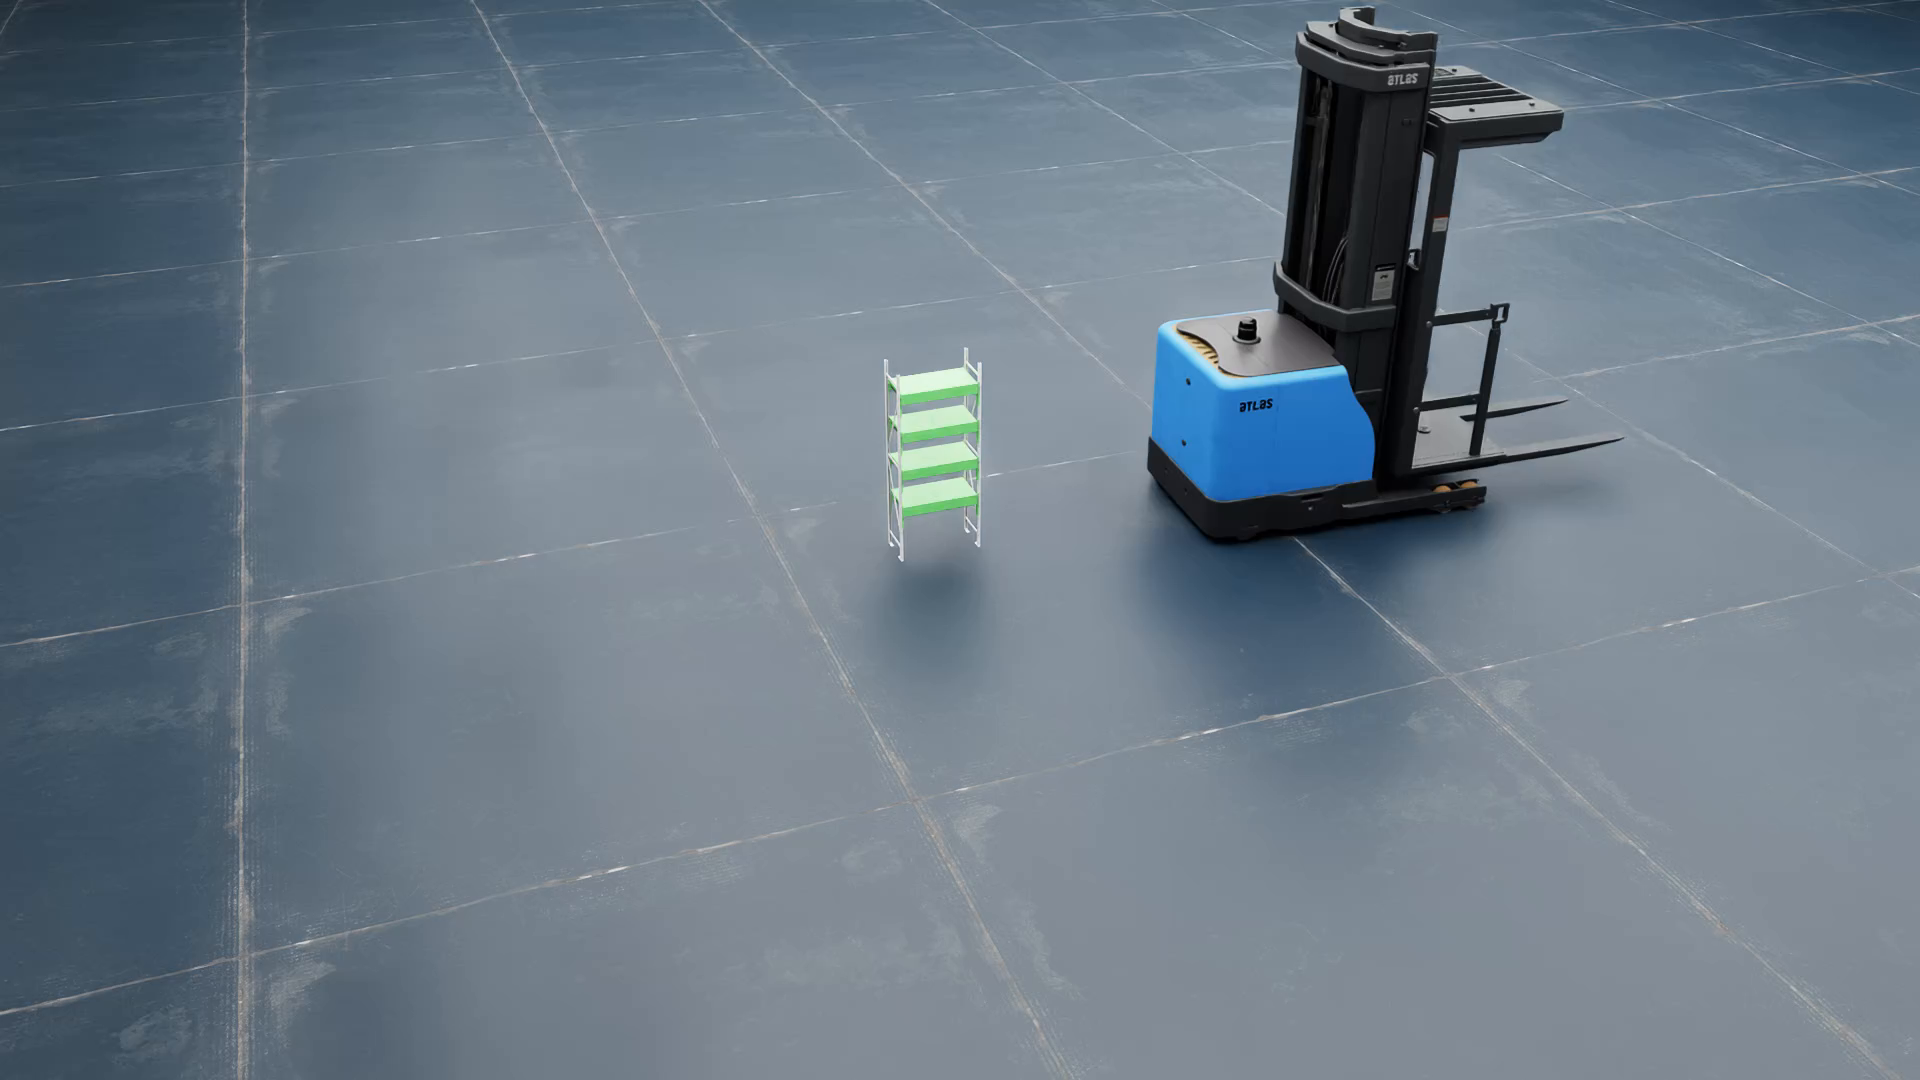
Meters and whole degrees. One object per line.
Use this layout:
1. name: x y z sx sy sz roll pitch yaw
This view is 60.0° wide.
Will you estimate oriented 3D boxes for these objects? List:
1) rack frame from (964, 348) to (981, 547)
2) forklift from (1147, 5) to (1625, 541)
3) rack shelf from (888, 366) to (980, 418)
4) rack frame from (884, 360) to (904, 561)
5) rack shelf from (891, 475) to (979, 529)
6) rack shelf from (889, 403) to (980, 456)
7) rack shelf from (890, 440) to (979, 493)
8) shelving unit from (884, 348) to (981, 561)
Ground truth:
1. rack frame: 0.074 -0.535 9.827 0.015 1.200 0.240 -10 31 -18
2. forklift: 2.785 -1.683 10.094 3.031 2.935 1.130 -9 31 -15
3. rack shelf: -0.155 -0.854 9.547 0.480 0.148 0.258 -10 31 -18
4. rack frame: -0.384 -0.451 9.679 0.015 1.200 0.240 -10 31 -18
5. rack shelf: -0.155 -0.229 9.904 0.480 0.148 0.258 -10 31 -18
6. rack shelf: -0.155 -0.646 9.666 0.480 0.148 0.258 -10 31 -18
7. rack shelf: -0.155 -0.437 9.785 0.480 0.148 0.258 -10 31 -18
8. shelving unit: -0.155 -0.493 9.753 0.503 1.200 0.258 -10 31 -18
